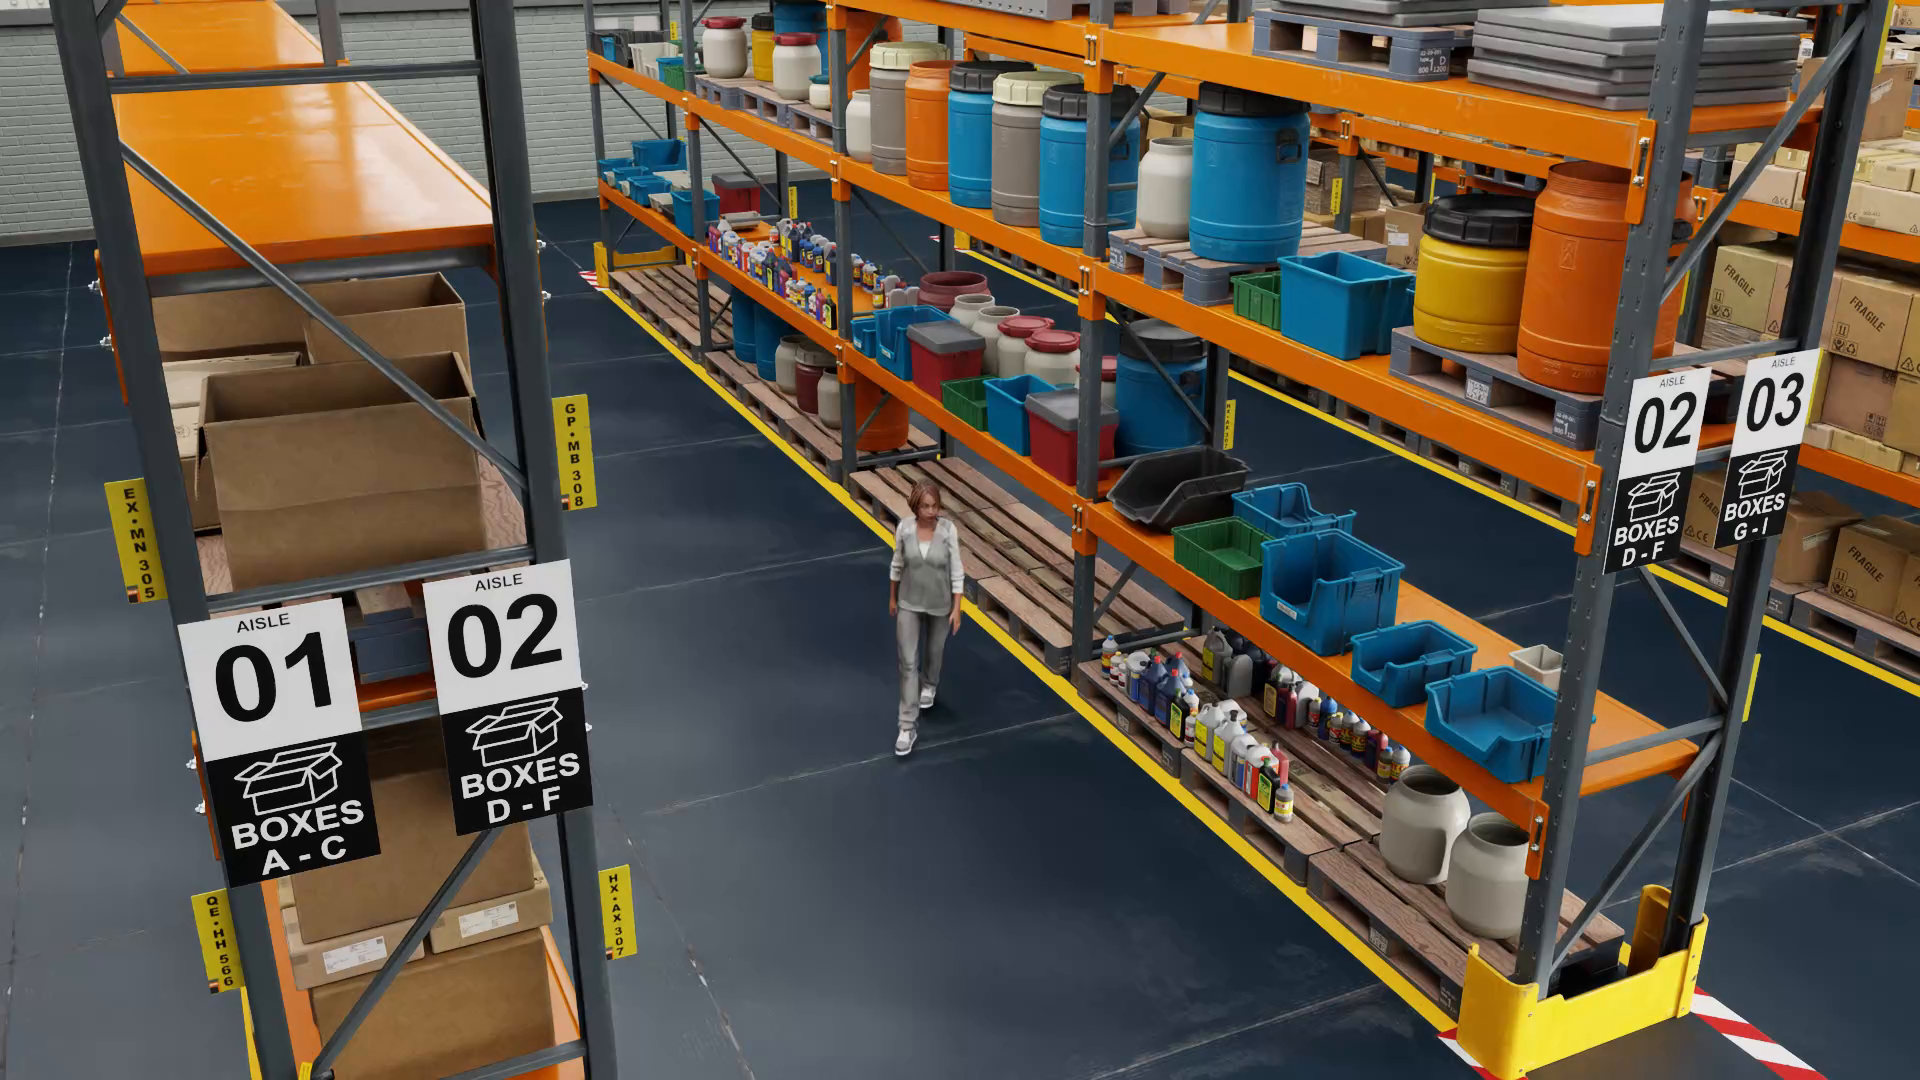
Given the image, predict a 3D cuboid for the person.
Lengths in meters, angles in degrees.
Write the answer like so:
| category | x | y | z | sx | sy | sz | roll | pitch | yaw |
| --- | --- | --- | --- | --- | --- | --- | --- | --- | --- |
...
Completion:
| category | x | y | z | sx | sy | sz | roll | pitch | yaw |
| --- | --- | --- | --- | --- | --- | --- | --- | --- | --- |
| person | -0.203 | 0.416 | 9.951 | 0.462 | 1.556 | 0.882 | 0 | 22 | 0 |
